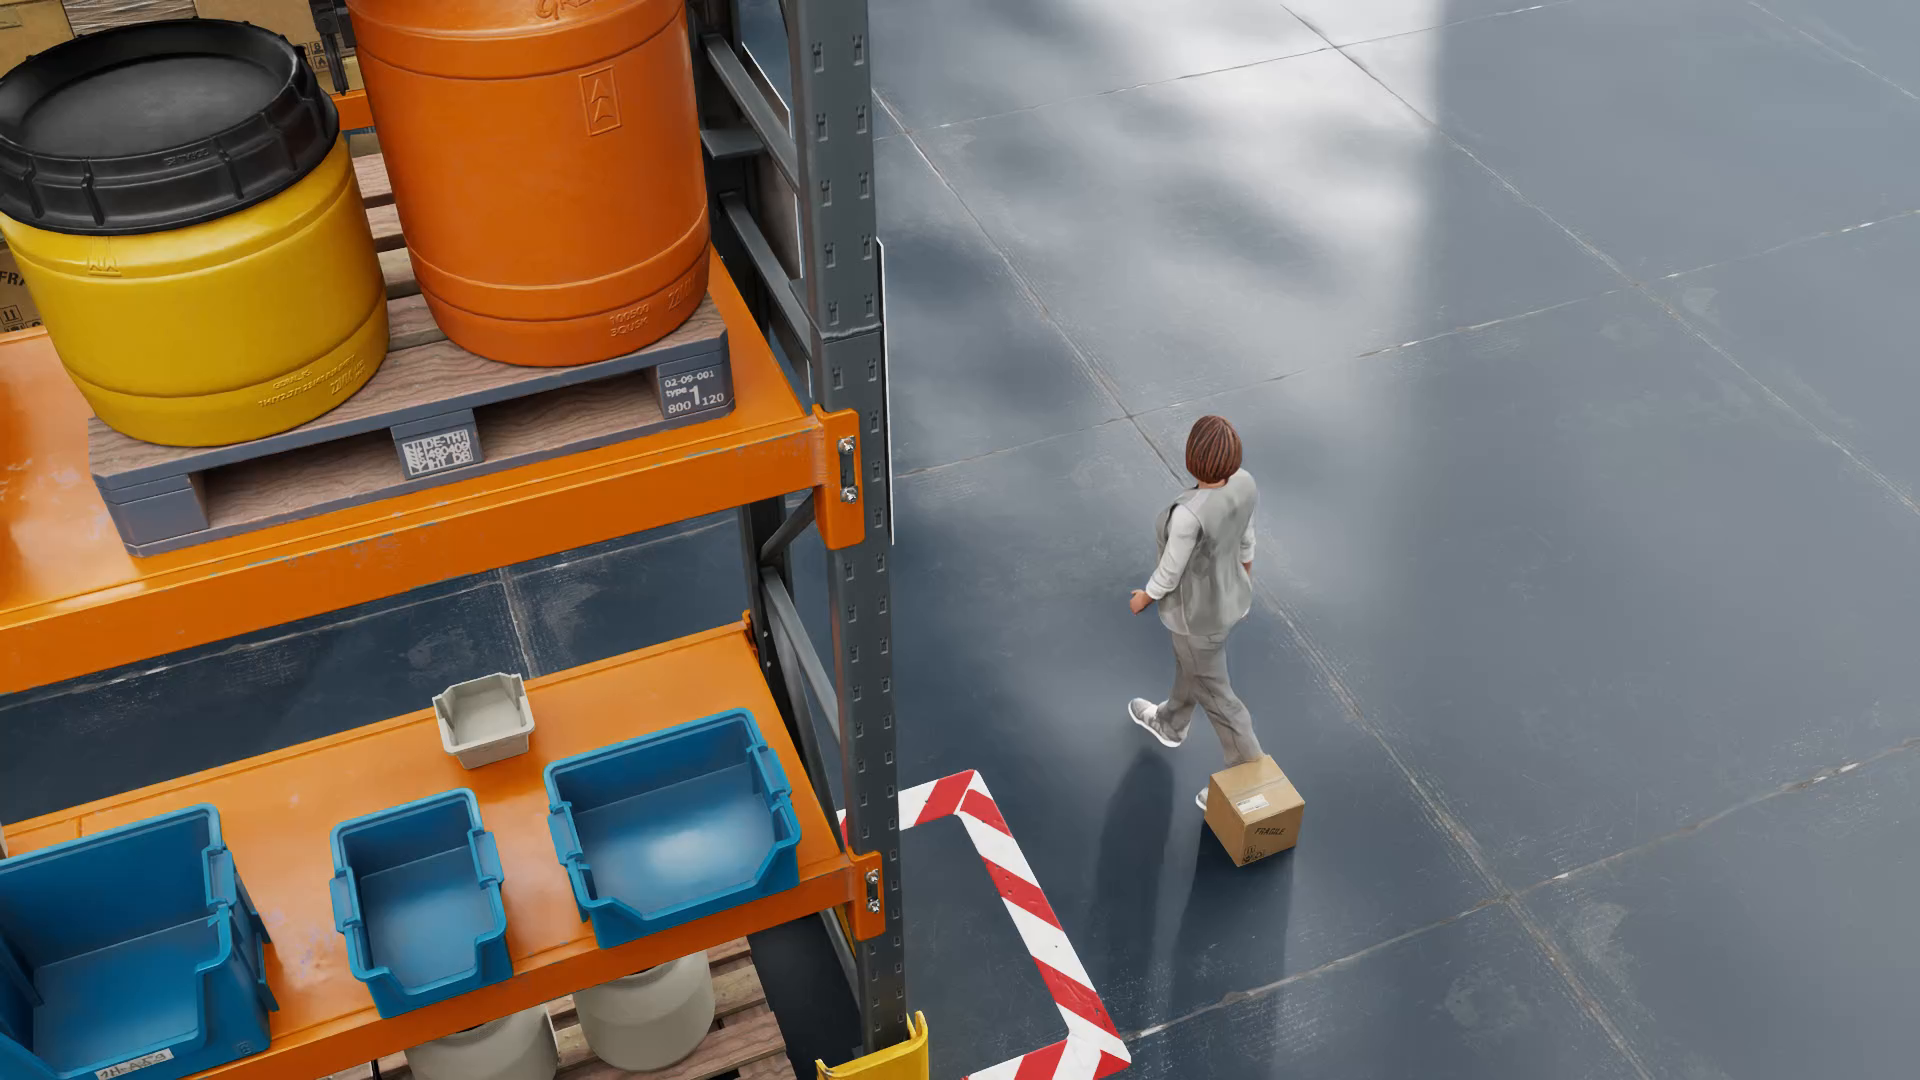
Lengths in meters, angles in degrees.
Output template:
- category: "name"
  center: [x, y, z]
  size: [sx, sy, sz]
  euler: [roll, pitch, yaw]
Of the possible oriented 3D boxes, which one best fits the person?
- category: "person"
  center: [0.883, 0.255, 5.880]
  size: [0.647, 1.583, 0.438]
  euler: [28, 49, 27]
